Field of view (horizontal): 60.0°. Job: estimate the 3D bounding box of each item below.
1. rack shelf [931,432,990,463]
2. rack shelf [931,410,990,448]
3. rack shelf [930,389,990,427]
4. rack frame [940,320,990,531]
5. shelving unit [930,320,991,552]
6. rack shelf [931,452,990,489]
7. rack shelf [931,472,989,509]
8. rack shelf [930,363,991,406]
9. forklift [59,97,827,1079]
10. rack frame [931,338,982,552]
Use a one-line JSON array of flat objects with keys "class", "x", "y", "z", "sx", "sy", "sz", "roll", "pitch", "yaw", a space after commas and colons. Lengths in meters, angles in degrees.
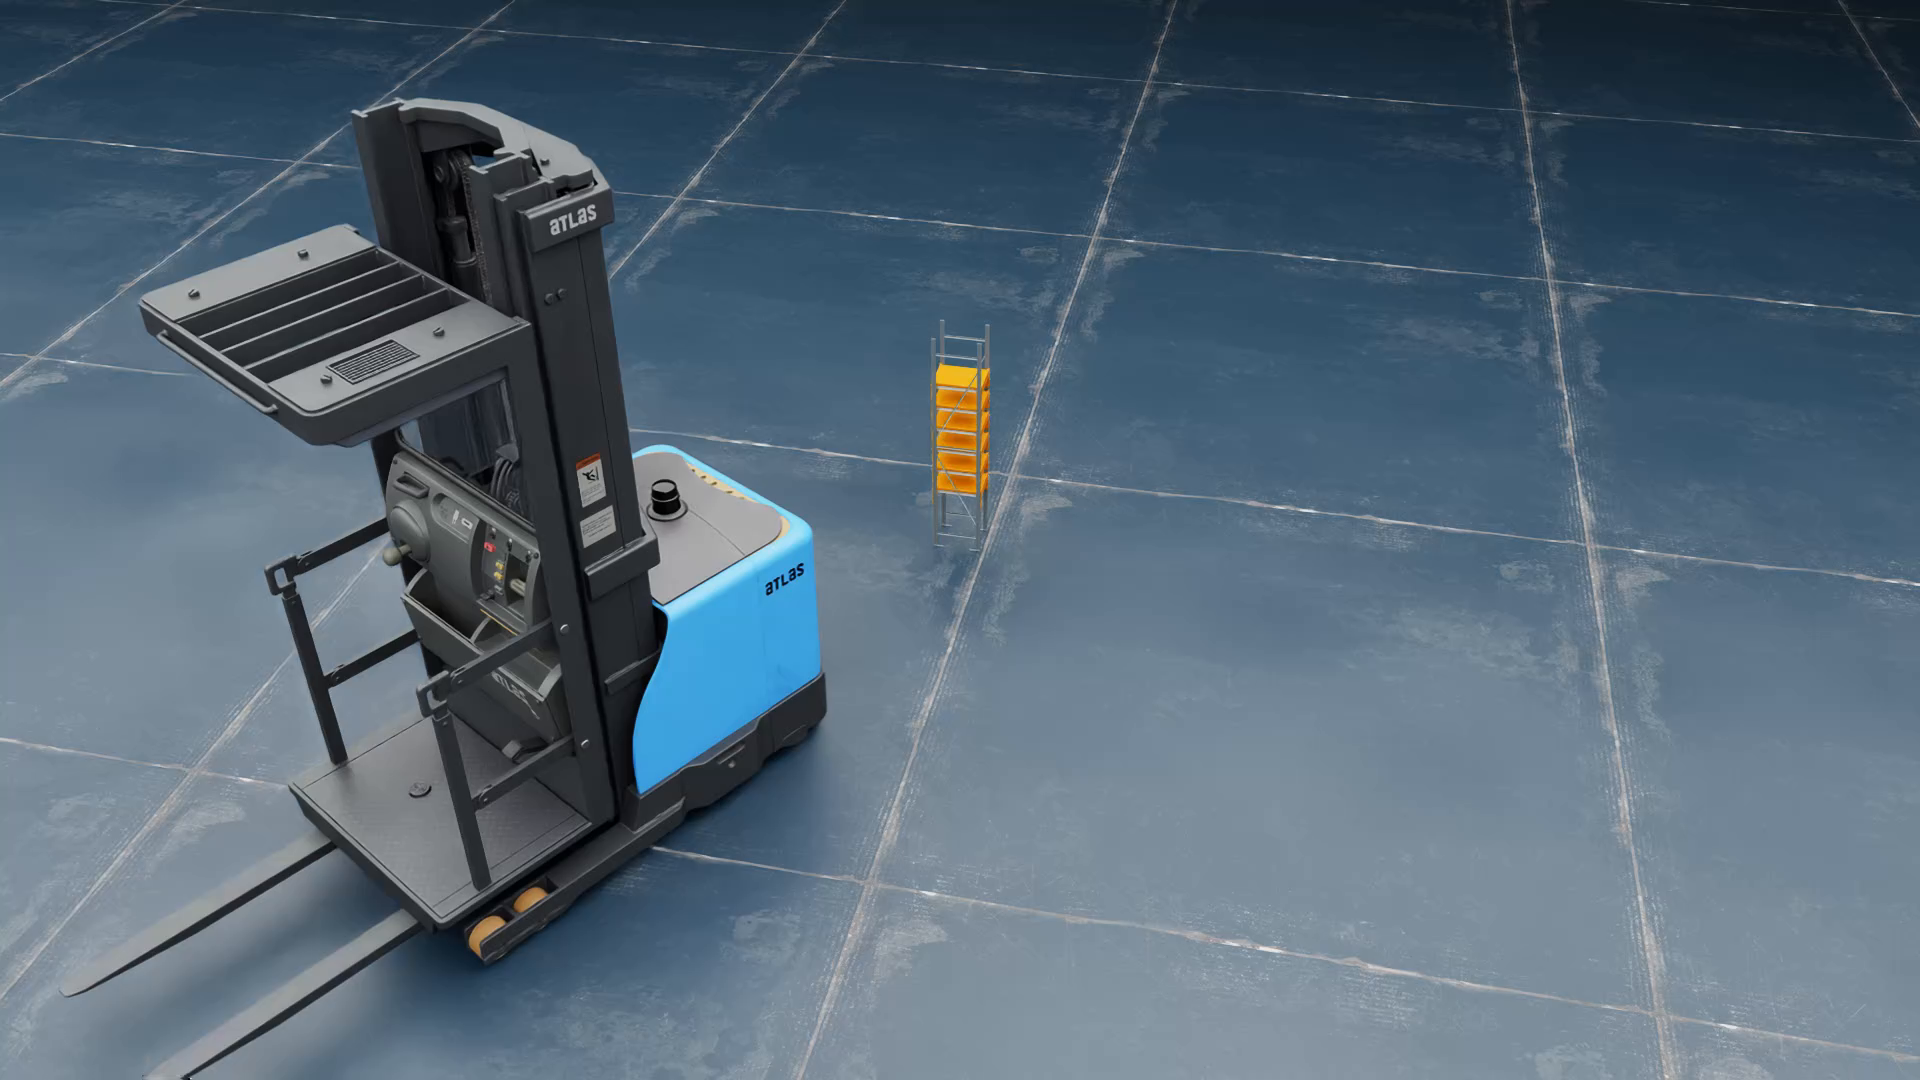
[{"class": "rack shelf", "x": 0.003, "y": -0.458, "z": 8.206, "sx": 0.258, "sy": 0.103, "sz": 0.180, "roll": 7, "pitch": 37, "yaw": 10}, {"class": "rack shelf", "x": 0.003, "y": -0.555, "z": 8.135, "sx": 0.258, "sy": 0.103, "sz": 0.180, "roll": 7, "pitch": 37, "yaw": 10}, {"class": "rack shelf", "x": 0.003, "y": -0.652, "z": 8.065, "sx": 0.258, "sy": 0.103, "sz": 0.180, "roll": 7, "pitch": 37, "yaw": 10}, {"class": "rack frame", "x": 0.023, "y": -0.547, "z": 8.252, "sx": 0.240, "sy": 1.200, "sz": 0.006, "roll": 7, "pitch": 37, "yaw": 10}, {"class": "shelving unit", "x": 0.003, "y": -0.494, "z": 8.179, "sx": 0.258, "sy": 1.200, "sz": 0.189, "roll": 7, "pitch": 37, "yaw": 10}, {"class": "rack shelf", "x": 0.003, "y": -0.361, "z": 8.276, "sx": 0.258, "sy": 0.103, "sz": 0.180, "roll": 7, "pitch": 37, "yaw": 10}, {"class": "rack shelf", "x": 0.003, "y": -0.264, "z": 8.346, "sx": 0.258, "sy": 0.103, "sz": 0.180, "roll": 7, "pitch": 37, "yaw": 10}, {"class": "rack shelf", "x": 0.003, "y": -0.750, "z": 7.994, "sx": 0.258, "sy": 0.103, "sz": 0.180, "roll": 7, "pitch": 37, "yaw": 10}, {"class": "forklift", "x": -1.952, "y": 0.070, "z": 5.926, "sx": 1.130, "sy": 2.935, "sz": 3.031, "roll": 28, "pitch": 44, "yaw": 33}, {"class": "rack frame", "x": -0.016, "y": -0.442, "z": 8.107, "sx": 0.240, "sy": 1.200, "sz": 0.006, "roll": 7, "pitch": 37, "yaw": 10}]
